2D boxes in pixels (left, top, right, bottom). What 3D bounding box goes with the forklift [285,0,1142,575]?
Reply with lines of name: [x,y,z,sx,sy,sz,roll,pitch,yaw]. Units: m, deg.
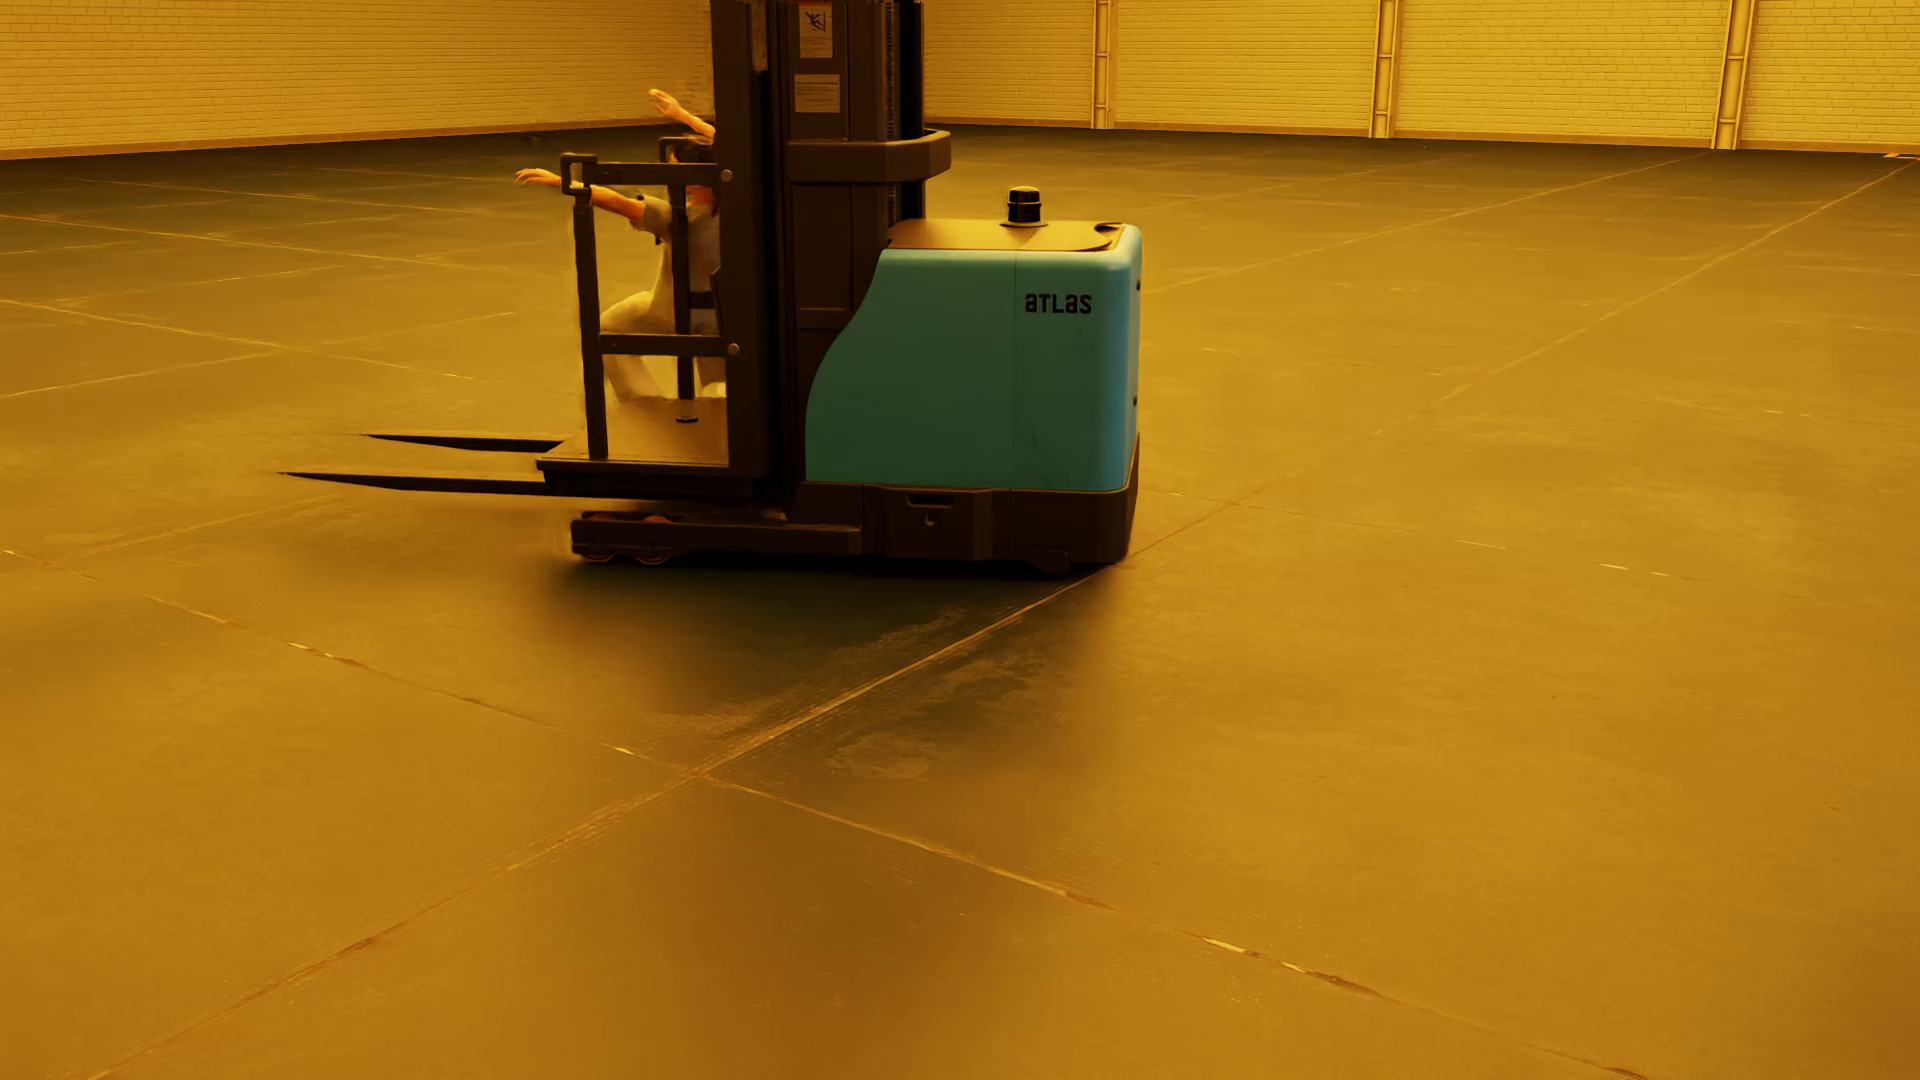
forklift: [-0.885,-1.465,5.731,3.031,2.935,1.130,2,17,8]

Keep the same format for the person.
person: [-1.335,-1.009,6.678,0.984,1.535,0.805,-10,19,-31]
